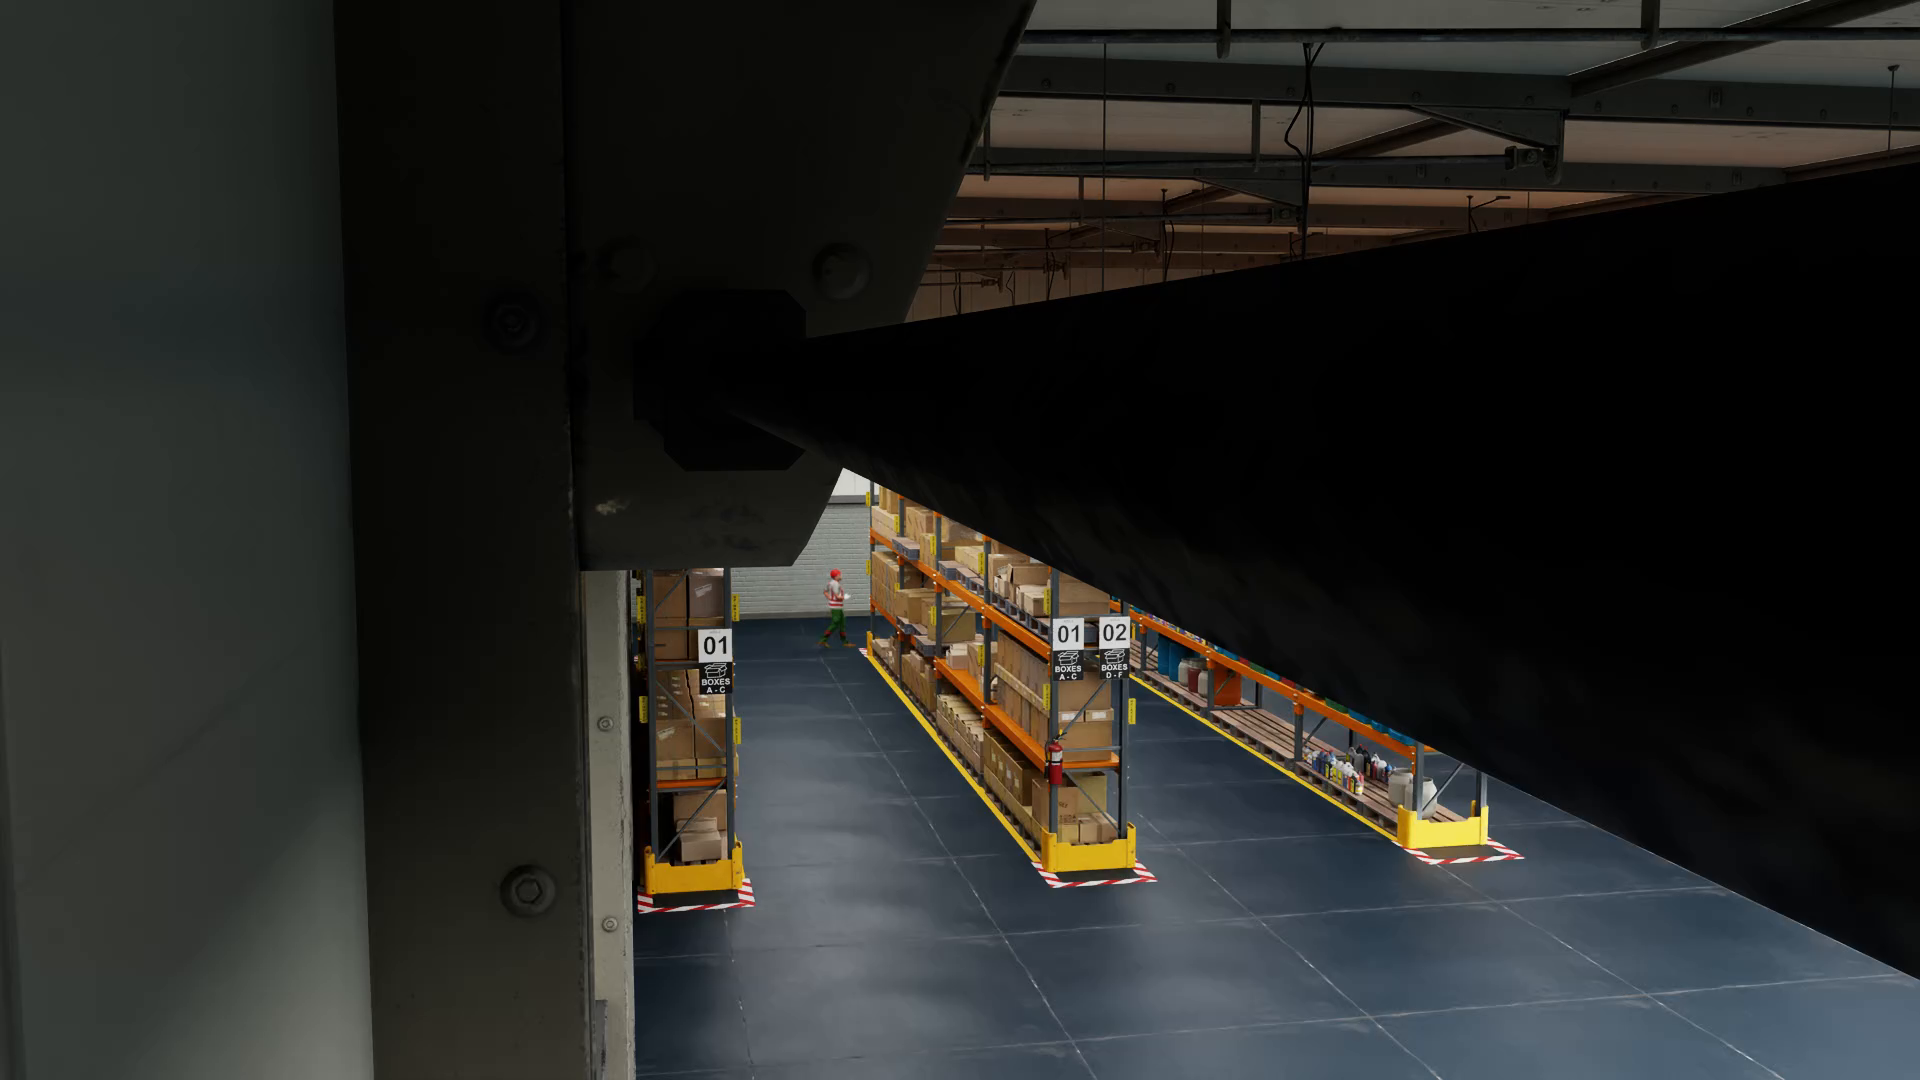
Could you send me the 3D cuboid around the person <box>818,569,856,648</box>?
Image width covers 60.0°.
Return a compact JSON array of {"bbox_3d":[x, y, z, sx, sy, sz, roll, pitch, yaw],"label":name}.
[{"bbox_3d":[-2.751,1.535,37.150,0.894,1.778,0.666,-2,6,-15],"label":"person"}]
